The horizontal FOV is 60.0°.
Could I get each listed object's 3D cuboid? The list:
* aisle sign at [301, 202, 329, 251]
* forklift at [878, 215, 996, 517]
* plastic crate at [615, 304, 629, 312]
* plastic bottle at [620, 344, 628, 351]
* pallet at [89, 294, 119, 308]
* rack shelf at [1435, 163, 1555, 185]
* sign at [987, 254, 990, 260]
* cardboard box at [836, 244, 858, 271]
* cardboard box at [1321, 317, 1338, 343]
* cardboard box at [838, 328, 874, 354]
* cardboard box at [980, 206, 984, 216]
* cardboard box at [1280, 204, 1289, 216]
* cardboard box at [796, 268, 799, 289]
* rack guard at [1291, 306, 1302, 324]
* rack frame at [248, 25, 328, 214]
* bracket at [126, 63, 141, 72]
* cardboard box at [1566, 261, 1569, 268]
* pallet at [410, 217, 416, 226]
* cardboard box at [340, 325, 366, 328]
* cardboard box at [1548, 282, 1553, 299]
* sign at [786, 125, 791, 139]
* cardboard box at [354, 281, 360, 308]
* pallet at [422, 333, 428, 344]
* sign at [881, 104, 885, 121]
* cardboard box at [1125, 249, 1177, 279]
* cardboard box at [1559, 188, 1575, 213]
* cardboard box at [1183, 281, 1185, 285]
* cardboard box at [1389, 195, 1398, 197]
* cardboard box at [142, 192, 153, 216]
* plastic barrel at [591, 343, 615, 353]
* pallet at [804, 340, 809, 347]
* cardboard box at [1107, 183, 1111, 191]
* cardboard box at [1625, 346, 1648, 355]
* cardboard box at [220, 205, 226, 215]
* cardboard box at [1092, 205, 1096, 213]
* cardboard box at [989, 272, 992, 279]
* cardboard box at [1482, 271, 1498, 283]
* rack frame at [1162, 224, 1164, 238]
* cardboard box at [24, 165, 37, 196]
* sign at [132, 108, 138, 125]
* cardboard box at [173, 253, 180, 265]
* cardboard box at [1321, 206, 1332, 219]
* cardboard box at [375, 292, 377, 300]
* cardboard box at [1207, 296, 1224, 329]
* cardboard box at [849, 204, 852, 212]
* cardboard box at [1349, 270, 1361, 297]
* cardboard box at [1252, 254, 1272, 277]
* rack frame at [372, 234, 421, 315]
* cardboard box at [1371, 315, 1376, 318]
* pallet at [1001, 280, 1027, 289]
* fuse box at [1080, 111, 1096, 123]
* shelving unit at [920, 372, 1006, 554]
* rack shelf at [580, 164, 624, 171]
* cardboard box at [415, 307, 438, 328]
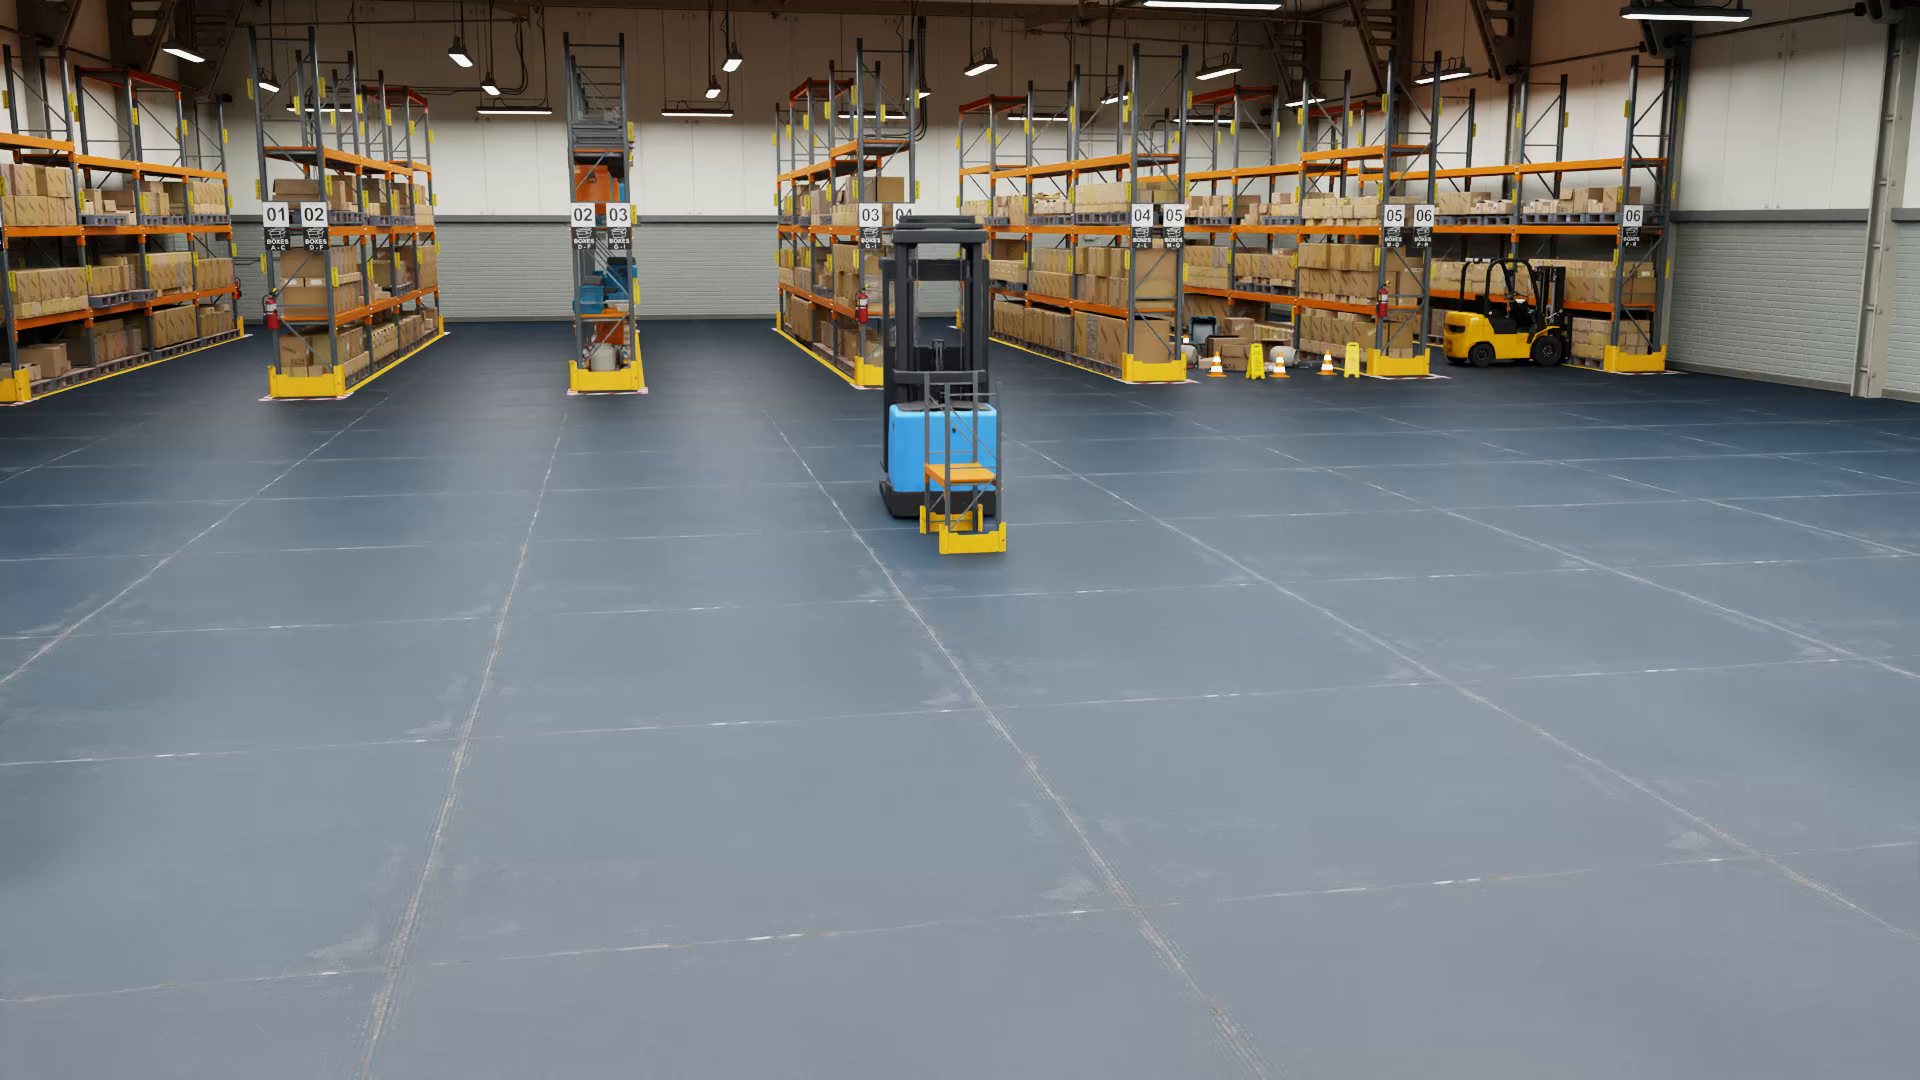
[{"bbox_3d":[-10.698,-5.197,27.579,0.394,0.787,0.004,-2,11,-11],"label":"aisle sign"},{"bbox_3d":[-0.274,-1.885,17.315,1.130,2.935,3.031,-1,11,-6],"label":"forklift"},{"bbox_3d":[-6.010,-4.146,29.718,0.298,0.136,0.250,-2,11,-11],"label":"plastic crate"},{"bbox_3d":[-6.485,-3.606,32.080,0.144,0.351,0.185,-3,11,-14],"label":"plastic bottle"},{"bbox_3d":[-16.654,-4.525,31.513,1.003,0.211,1.213,-2,11,-11],"label":"pallet"},{"bbox_3d":[12.128,-8.320,37.887,1.077,0.370,4.000,-2,11,-11],"label":"rack shelf"},{"bbox_3d":[0.727,-7.047,41.938,0.100,0.325,0.005,-2,11,-11],"label":"sign"},{"bbox_3d":[-2.135,-5.517,32.476,0.500,0.500,0.500,-2,11,-11],"label":"cardboard box"},{"bbox_3d":[7.714,-4.287,33.978,0.500,0.500,0.500,-2,11,-8],"label":"cardboard box"},{"bbox_3d":[-2.170,-4.115,34.359,0.700,0.500,0.500,-3,11,-15],"label":"cardboard box"},{"bbox_3d":[0.828,-8.460,42.716,0.500,0.250,0.500,-3,11,-13],"label":"cardboard box"},{"bbox_3d":[7.300,-7.175,36.182,0.500,0.250,0.500,-2,11,-10],"label":"cardboard box"},{"bbox_3d":[-3.685,-6.345,40.295,0.500,0.500,0.500,-2,11,-11],"label":"cardboard box"},{"bbox_3d":[10.198,-6.514,48.140,1.175,0.500,0.348,-2,11,-11],"label":"rack guard"},{"bbox_3d":[-11.012,-6.868,27.266,1.000,3.000,0.127,-2,11,-11],"label":"rack frame"},{"bbox_3d":[-18.760,-10.690,37.720,0.235,0.232,0.430,-2,11,-11],"label":"bracket"},{"bbox_3d":[12.715,-5.675,34.245,0.380,0.149,0.250,-2,11,-10],"label":"cardboard box"},{"bbox_3d":[-13.287,-7.381,38.485,1.213,0.211,1.003,-2,11,-11],"label":"pallet"},{"bbox_3d":[-12.643,-4.316,34.636,0.500,0.311,0.500,-2,11,-12],"label":"cardboard box"},{"bbox_3d":[12.565,-5.326,34.943,0.500,0.500,0.500,-2,11,-12],"label":"cardboard box"},{"bbox_3d":[-4.177,-9.949,40.534,0.100,0.325,0.005,-2,11,-11],"label":"sign"},{"bbox_3d":[-11.697,-4.622,31.246,0.700,0.500,0.500,-2,11,-12],"label":"cardboard box"},{"bbox_3d":[-13.478,-4.878,40.313,1.003,0.211,1.213,-2,11,-11],"label":"pallet"},{"bbox_3d":[-1.536,-8.475,33.001,0.100,0.325,0.005,-2,11,-11],"label":"sign"},{"bbox_3d":[3.557,-5.116,30.816,0.875,0.550,0.550,-2,11,-11],"label":"cardboard box"},{"bbox_3d":[12.793,-6.974,34.180,0.797,0.503,0.637,-2,11,-9],"label":"cardboard box"},{"bbox_3d":[5.920,-6.678,42.712,0.500,0.250,0.500,-2,11,-12],"label":"cardboard box"},{"bbox_3d":[11.172,-8.877,43.222,0.396,0.266,0.258,-2,11,-11],"label":"cardboard box"},{"bbox_3d":[-17.826,-7.230,35.747,0.700,0.500,0.500,-2,11,-8],"label":"cardboard box"},{"bbox_3d":[-6.453,-3.294,30.066,0.421,0.512,0.421,0,11,0],"label":"plastic barrel"},{"bbox_3d":[-3.163,-4.748,39.633,1.003,0.211,1.213,-2,11,-11],"label":"pallet"},{"bbox_3d":[2.997,-6.675,31.424,0.380,0.149,0.250,-2,11,-11],"label":"cardboard box"},{"bbox_3d":[13.392,-3.775,33.290,0.500,0.250,0.500,-2,11,-11],"label":"cardboard box"},{"bbox_3d":[-18.579,-8.205,41.325,0.500,0.250,0.500,-2,11,-9],"label":"cardboard box"},{"bbox_3d":[2.800,-6.469,32.473,0.380,0.149,0.250,-2,11,-11],"label":"cardboard box"},{"bbox_3d":[0.942,-6.586,41.380,0.380,0.149,0.250,-2,11,-10],"label":"cardboard box"},{"bbox_3d":[12.064,-5.902,37.302,0.500,0.250,0.500,-2,11,-12],"label":"cardboard box"},{"bbox_3d":[5.315,-7.575,47.027,1.000,3.000,0.127,-2,11,-11],"label":"rack frame"},{"bbox_3d":[-15.865,-6.030,27.894,0.500,0.500,0.500,-2,11,-9],"label":"cardboard box"},{"bbox_3d":[-16.896,-8.674,34.043,0.100,0.325,0.005,-2,11,-11],"label":"sign"},{"bbox_3d":[-17.673,-6.250,36.944,0.500,0.250,0.500,-2,11,-10],"label":"cardboard box"},{"bbox_3d":[7.660,-6.643,33.713,0.500,0.250,0.500,-2,11,-10],"label":"cardboard box"},{"bbox_3d":[-12.264,-5.033,34.341,0.380,0.149,0.250,-1,11,-7],"label":"cardboard box"},{"bbox_3d":[6.649,-5.564,41.019,0.875,0.875,0.875,-2,11,-10],"label":"cardboard box"},{"bbox_3d":[-1.822,-6.059,30.373,0.380,0.149,0.250,-2,11,-11],"label":"cardboard box"},{"bbox_3d":[7.958,-5.017,32.526,0.500,0.500,0.500,-2,11,-11],"label":"cardboard box"},{"bbox_3d":[6.950,-6.226,37.753,0.500,0.500,0.500,-2,11,-10],"label":"cardboard box"},{"bbox_3d":[-13.345,-6.122,39.390,1.000,3.000,0.127,-2,11,-11],"label":"rack frame"},{"bbox_3d":[10.948,-5.807,43.299,0.500,0.500,0.500,-2,11,-12],"label":"cardboard box"},{"bbox_3d":[1.610,-6.177,40.193,1.003,0.211,1.213,-2,11,-11],"label":"pallet"},{"bbox_3d":[3.953,-13.113,51.522,0.513,0.334,0.176,-2,11,-11],"label":"fuse box"},{"bbox_3d":[0.015,-0.723,15.036,0.587,1.500,1.083,-2,11,-11],"label":"shelving unit"},{"bbox_3d":[-7.319,-7.598,34.095,1.077,0.370,4.000,-2,11,-11],"label":"rack shelf"},{"bbox_3d":[-13.776,-5.753,42.960,0.500,0.500,0.500,-2,11,-11],"label":"cardboard box"}]
